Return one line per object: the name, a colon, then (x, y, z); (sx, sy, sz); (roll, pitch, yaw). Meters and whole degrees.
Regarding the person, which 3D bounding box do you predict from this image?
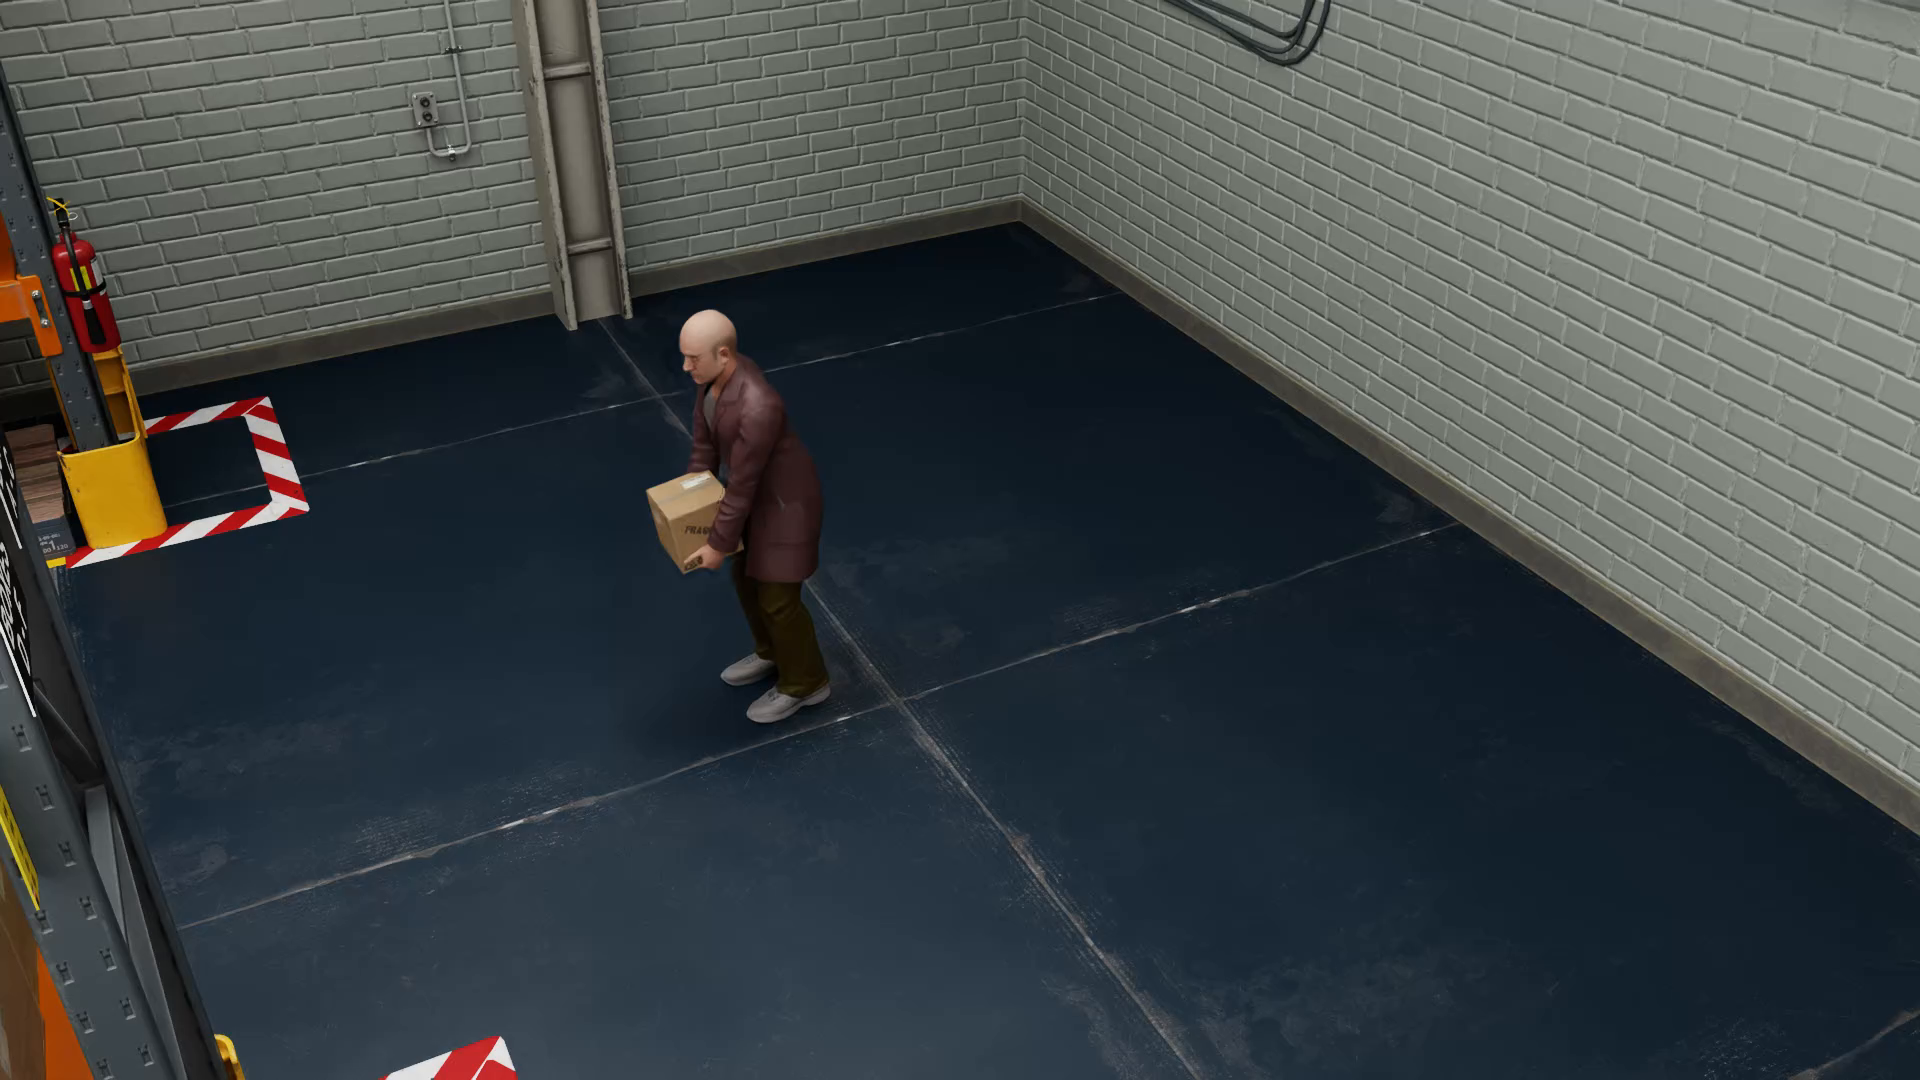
person: (-0.821, -0.095, 6.339); (0.600, 1.744, 0.534); (-16, 36, -24)
